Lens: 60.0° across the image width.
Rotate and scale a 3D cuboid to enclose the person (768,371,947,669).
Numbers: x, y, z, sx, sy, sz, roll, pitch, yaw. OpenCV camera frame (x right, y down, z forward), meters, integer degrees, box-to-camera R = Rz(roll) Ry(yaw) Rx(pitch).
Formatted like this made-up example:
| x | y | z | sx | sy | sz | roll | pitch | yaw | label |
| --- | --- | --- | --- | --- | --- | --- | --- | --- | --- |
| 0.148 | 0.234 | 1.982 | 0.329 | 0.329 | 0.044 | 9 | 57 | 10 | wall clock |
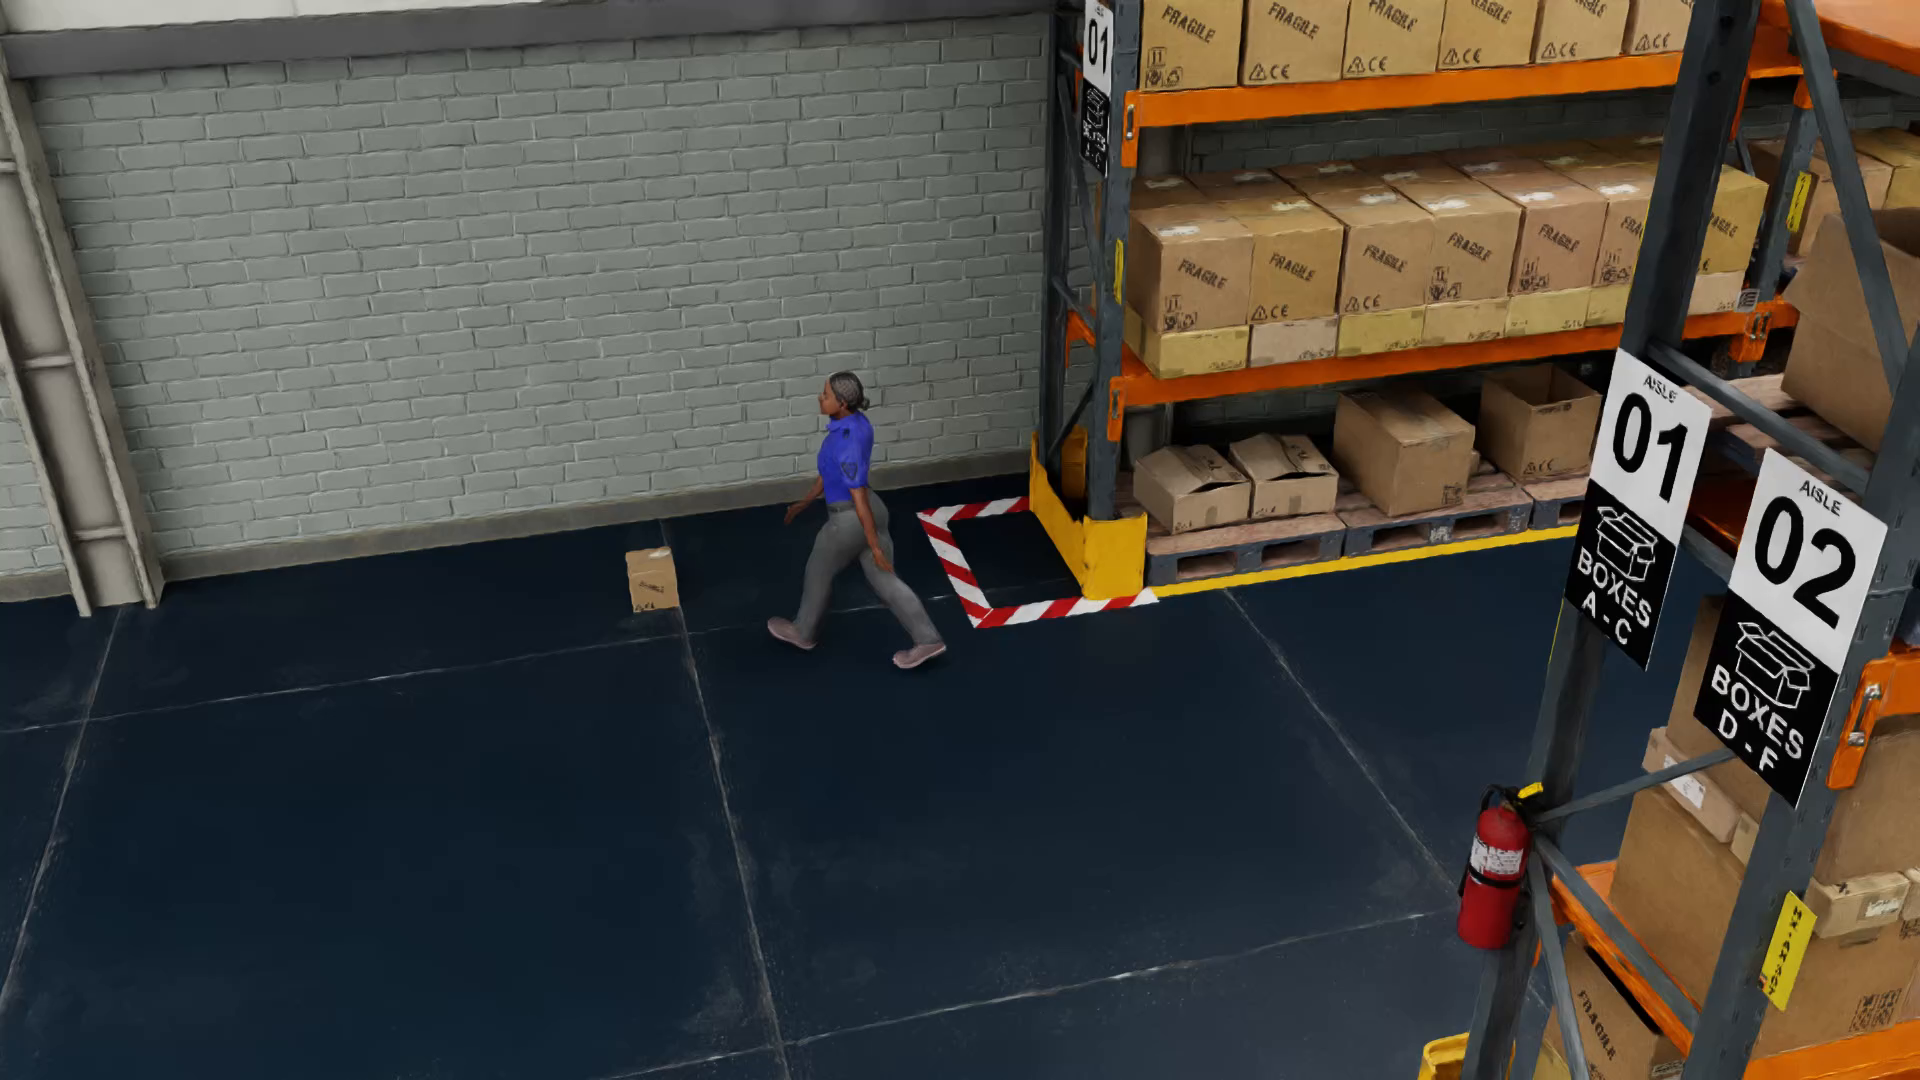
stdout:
| x | y | z | sx | sy | sz | roll | pitch | yaw | label |
| --- | --- | --- | --- | --- | --- | --- | --- | --- | --- |
| -0.554 | -0.094 | 8.414 | 1.006 | 1.598 | 0.502 | 9 | 32 | 14 | person |
